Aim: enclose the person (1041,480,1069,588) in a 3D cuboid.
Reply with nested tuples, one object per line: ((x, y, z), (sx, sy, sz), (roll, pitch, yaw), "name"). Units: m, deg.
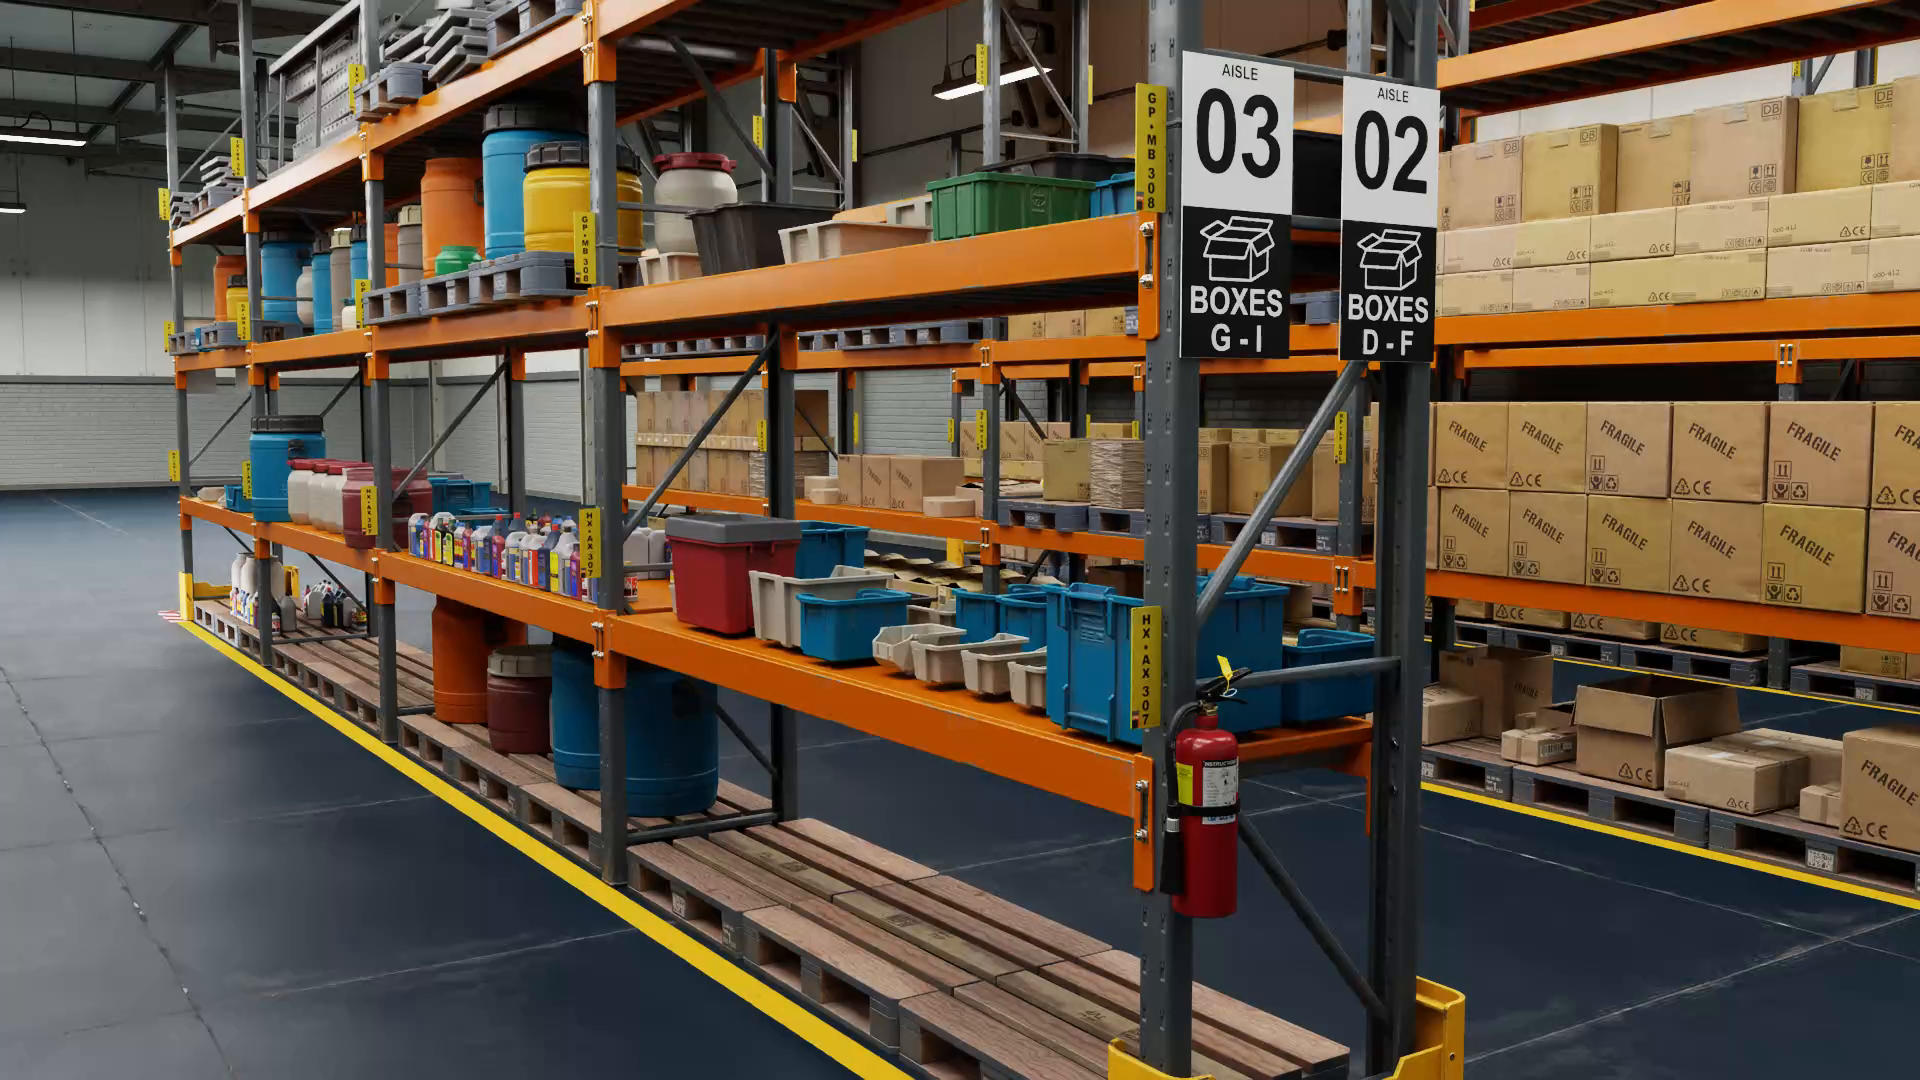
((1.145, -0.120, 18.872), (0.456, 1.761, 0.637), (-3, 6, -36), "person")
